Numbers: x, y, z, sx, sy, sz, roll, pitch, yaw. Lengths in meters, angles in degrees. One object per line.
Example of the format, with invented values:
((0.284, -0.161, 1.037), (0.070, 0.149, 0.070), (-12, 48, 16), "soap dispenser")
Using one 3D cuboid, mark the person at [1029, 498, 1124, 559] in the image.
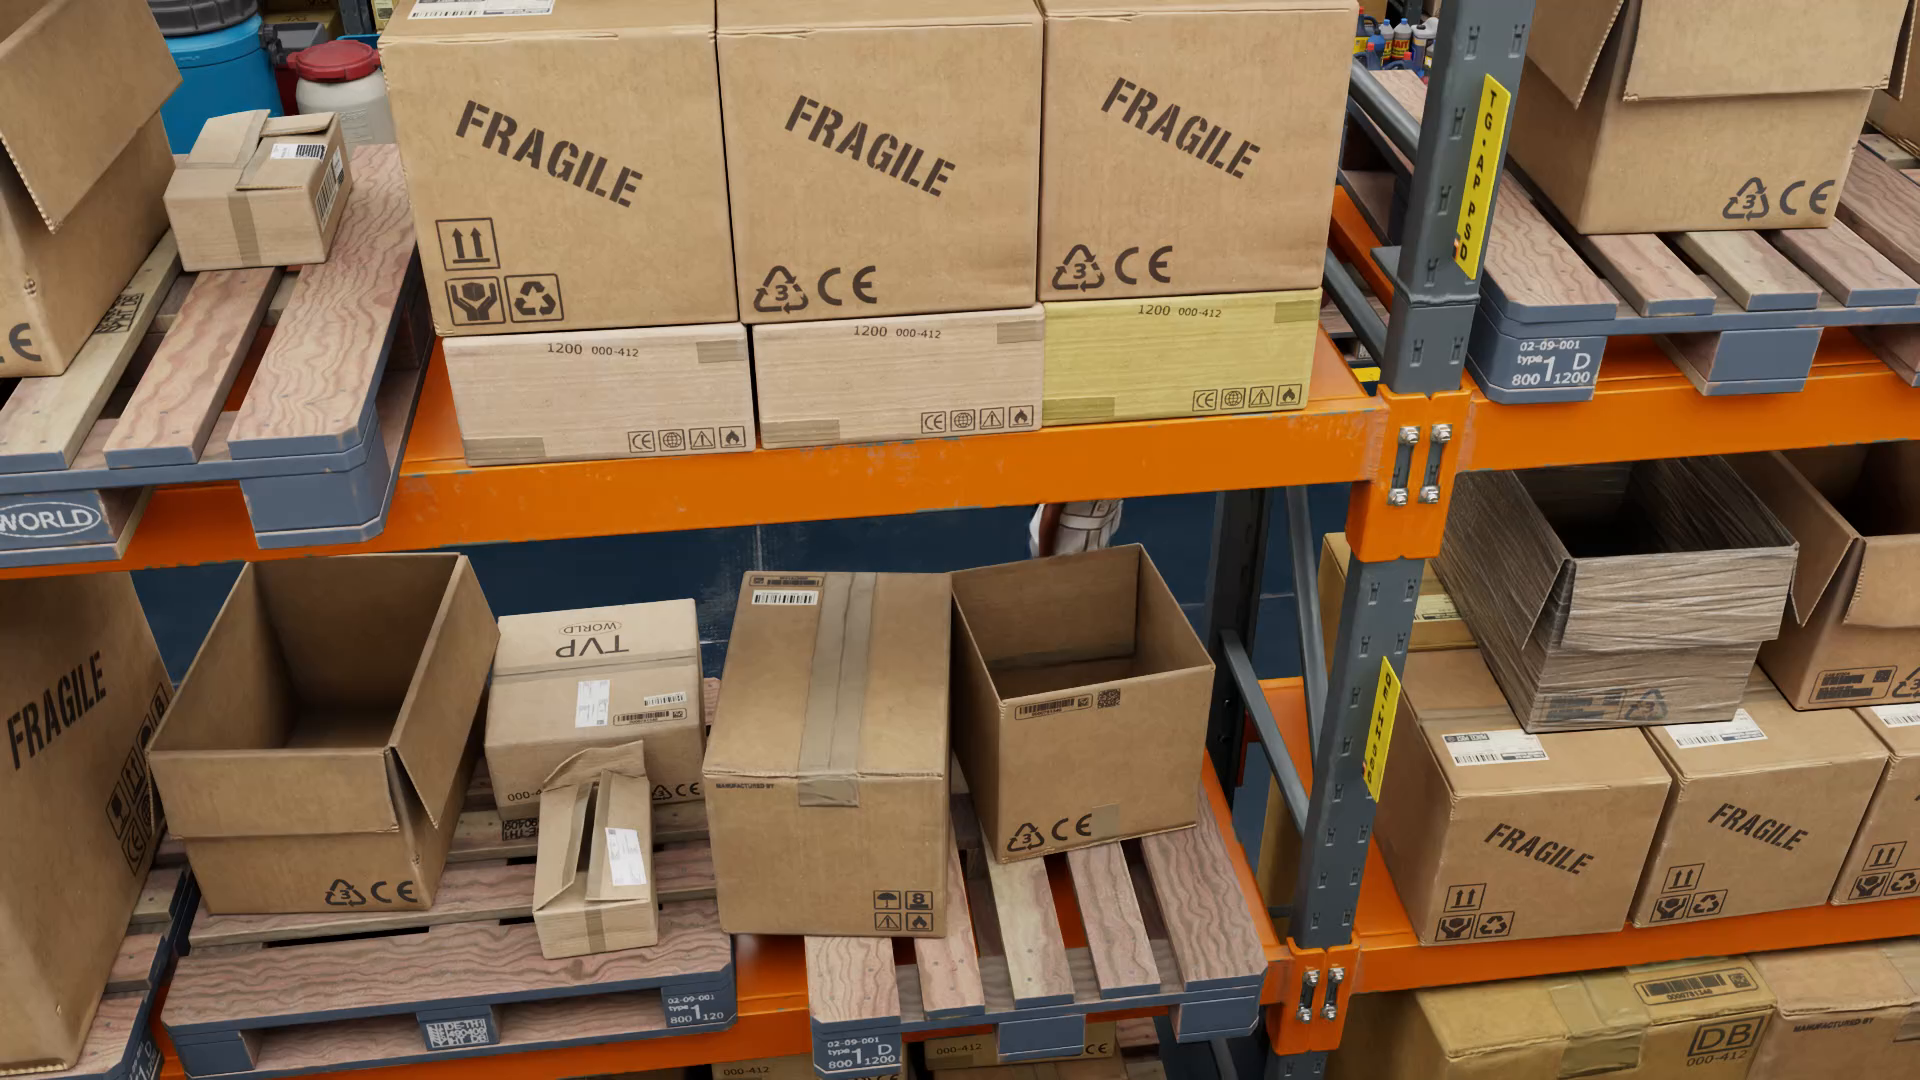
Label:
((0.361, -0.004, 6.127), (0.526, 1.672, 0.529), (14, 37, 19), "person")
